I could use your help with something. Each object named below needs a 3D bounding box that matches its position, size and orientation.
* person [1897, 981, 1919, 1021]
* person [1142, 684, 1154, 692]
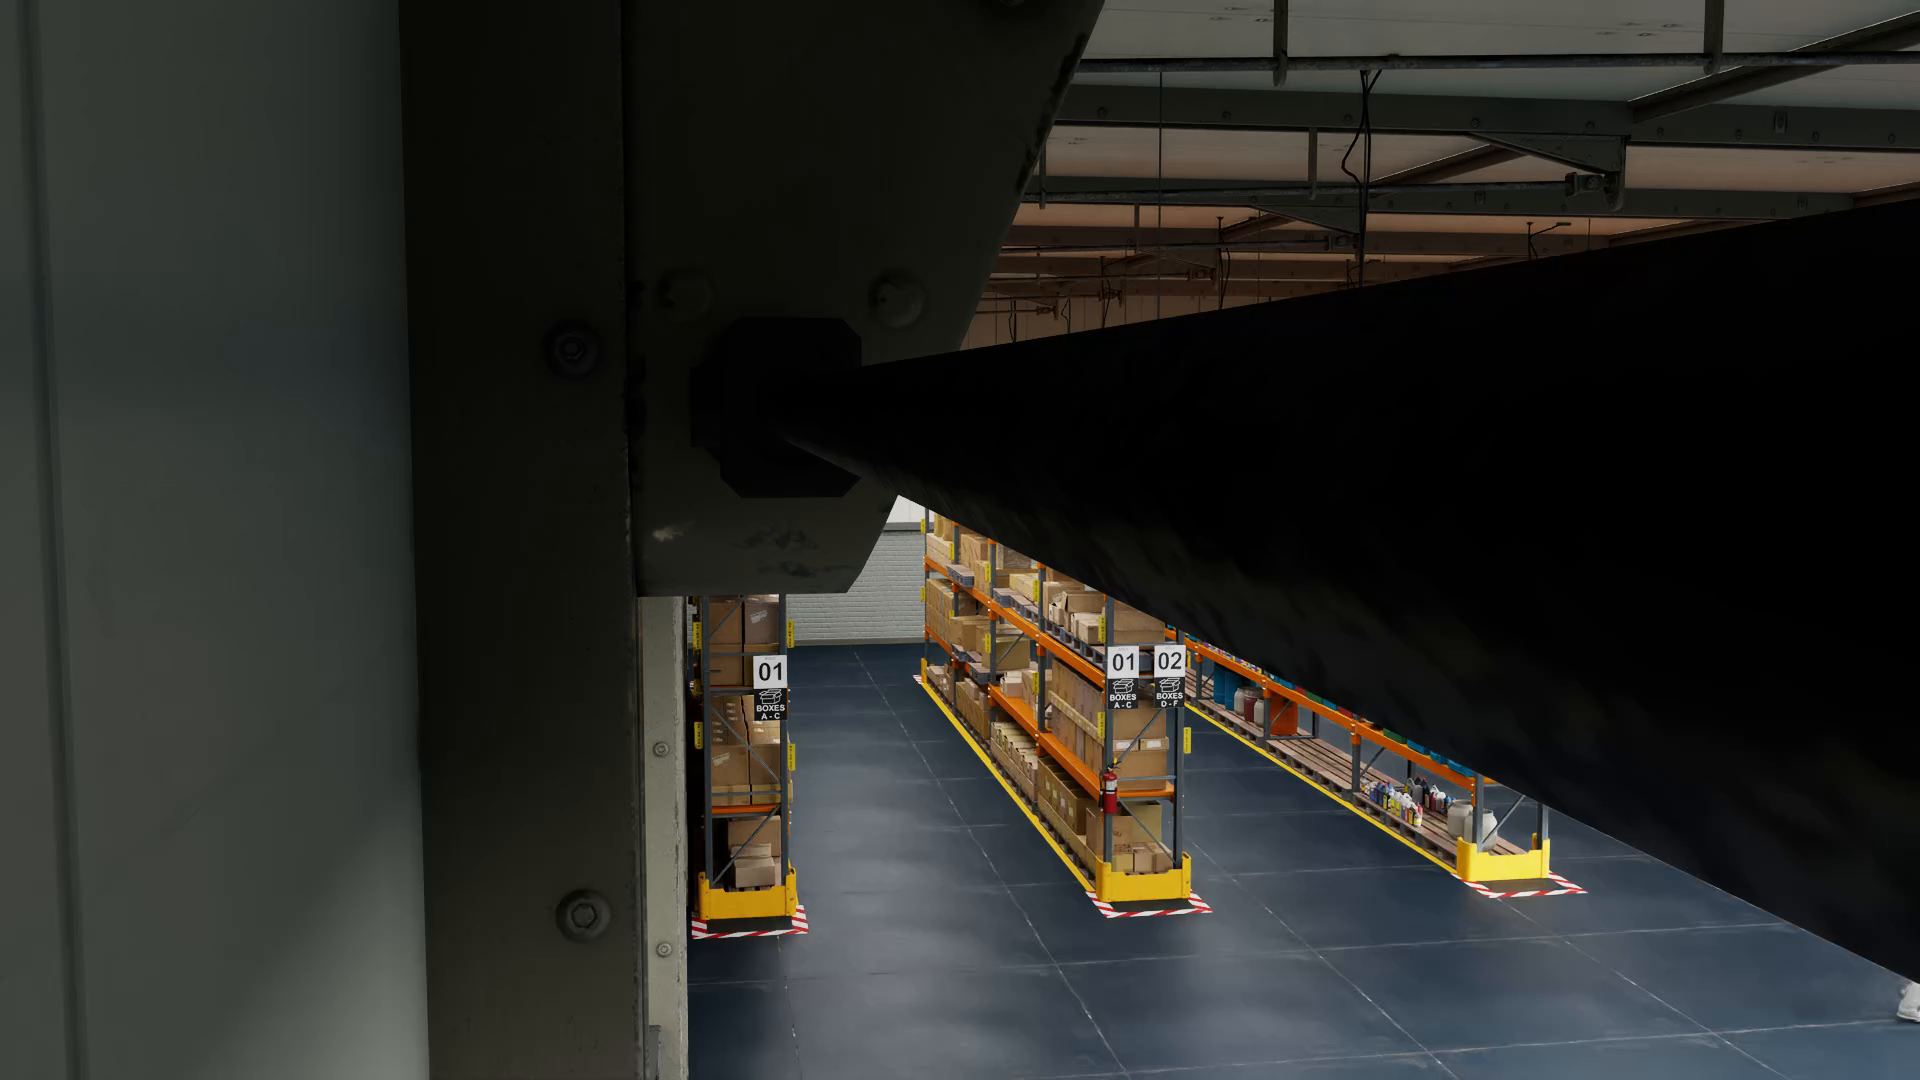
[{"bbox_3d":[9.810,3.985,16.731,0.645,1.760,0.640,1,5,13],"label":"person"},{"bbox_3d":[3.355,2.817,29.876,0.652,1.748,0.894,-2,5,-20],"label":"person"}]
